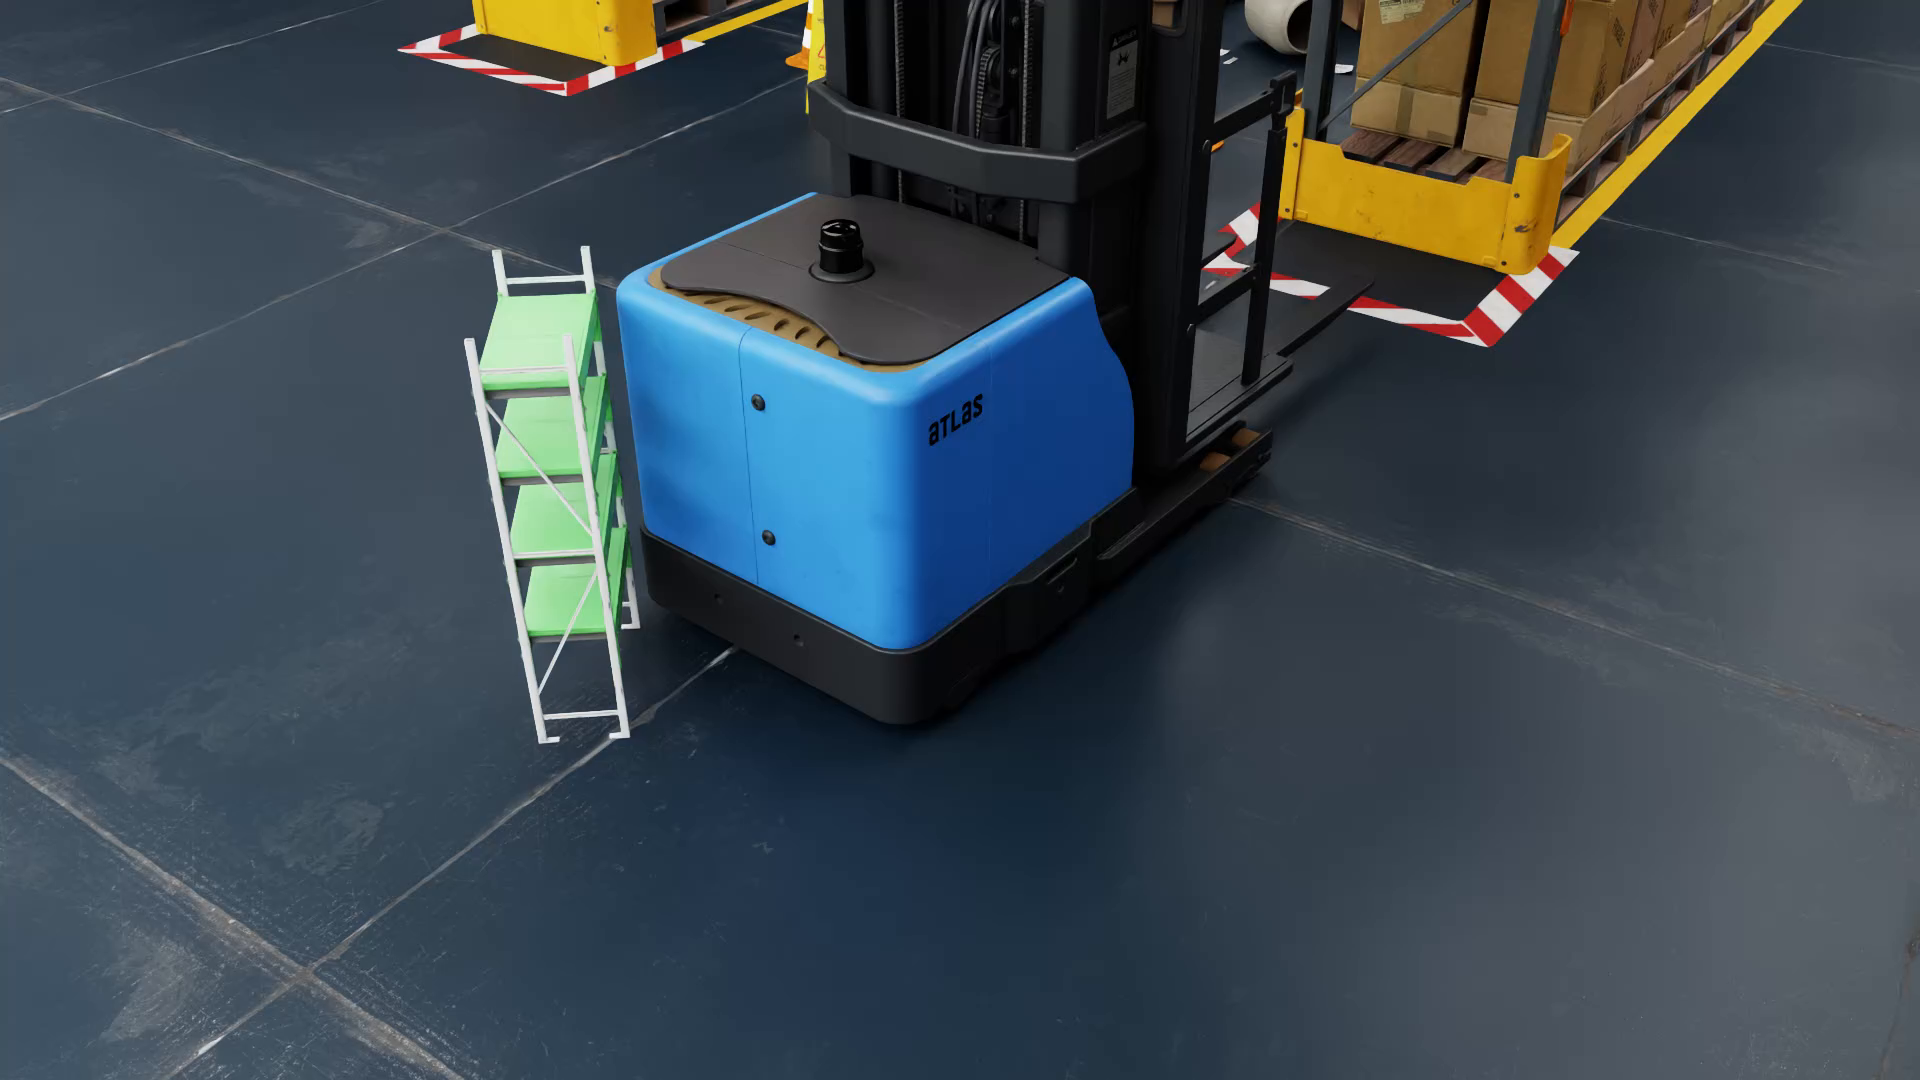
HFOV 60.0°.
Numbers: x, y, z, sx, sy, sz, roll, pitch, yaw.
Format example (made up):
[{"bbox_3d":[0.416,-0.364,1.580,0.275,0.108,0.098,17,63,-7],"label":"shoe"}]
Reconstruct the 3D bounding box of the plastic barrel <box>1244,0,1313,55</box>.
[{"bbox_3d":[1.833,-2.919,9.188,0.421,0.421,0.512,-9,35,-13],"label":"plastic barrel"}]

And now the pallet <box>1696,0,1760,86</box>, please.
[{"bbox_3d":[3.826,-2.917,9.375,1.003,0.211,1.213,21,39,28],"label":"pallet"}]

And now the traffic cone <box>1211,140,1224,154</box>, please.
[{"bbox_3d":[1.084,-2.111,7.958,0.336,0.463,0.334,21,39,28],"label":"traffic cone"}]

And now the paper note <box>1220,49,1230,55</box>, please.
[{"bbox_3d":[1.410,-2.731,9.272,0.142,0.019,0.148,-22,40,-29],"label":"paper note"}]

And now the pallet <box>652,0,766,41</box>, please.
[{"bbox_3d":[-1.834,-3.324,9.977,1.003,0.211,1.213,21,39,28],"label":"pallet"}]

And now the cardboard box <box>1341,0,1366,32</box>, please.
[{"bbox_3d":[2.451,-3.300,9.681,0.500,0.500,0.500,-9,35,-13],"label":"cardboard box"}]

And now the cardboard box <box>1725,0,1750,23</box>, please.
[{"bbox_3d":[4.063,-3.070,9.191,0.500,0.250,0.500,23,40,30],"label":"cardboard box"}]

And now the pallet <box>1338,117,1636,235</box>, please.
[{"bbox_3d":[2.435,-1.794,7.715,1.003,0.211,1.213,21,39,28],"label":"pallet"}]

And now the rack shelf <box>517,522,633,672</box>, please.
[{"bbox_3d":[-1.032,0.152,4.497,0.258,0.148,0.480,-3,34,-5],"label":"rack shelf"}]

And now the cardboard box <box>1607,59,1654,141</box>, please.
[{"bbox_3d":[2.883,-2.102,7.761,0.500,0.250,0.500,23,40,30],"label":"cardboard box"}]

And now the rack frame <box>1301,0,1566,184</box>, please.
[{"bbox_3d":[1.899,-2.552,6.346,1.000,3.000,0.127,21,39,28],"label":"rack frame"}]

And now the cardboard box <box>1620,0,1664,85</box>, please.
[{"bbox_3d":[2.894,-2.434,7.581,0.500,0.500,0.500,20,39,27],"label":"cardboard box"}]

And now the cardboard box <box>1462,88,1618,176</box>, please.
[{"bbox_3d":[2.586,-1.870,7.417,0.500,0.250,0.500,21,39,28],"label":"cardboard box"}]

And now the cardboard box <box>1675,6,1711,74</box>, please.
[{"bbox_3d":[3.474,-2.589,8.480,0.500,0.250,0.500,22,40,29],"label":"cardboard box"}]

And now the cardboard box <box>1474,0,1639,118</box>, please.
[{"bbox_3d":[2.599,-2.192,7.223,0.500,0.500,0.500,20,39,27],"label":"cardboard box"}]

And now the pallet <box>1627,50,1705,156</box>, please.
[{"bbox_3d":[3.131,-2.353,8.542,1.003,0.211,1.213,21,39,28],"label":"pallet"}]

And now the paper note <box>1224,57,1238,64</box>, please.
[{"bbox_3d":[1.488,-2.632,9.134,0.032,0.001,0.123,21,39,28],"label":"paper note"}]

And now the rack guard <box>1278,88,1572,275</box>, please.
[{"bbox_3d":[1.942,-1.551,7.098,1.175,0.500,0.348,21,39,28],"label":"rack guard"}]

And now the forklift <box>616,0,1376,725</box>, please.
[{"bbox_3d":[0.387,-1.488,4.834,1.130,2.935,3.031,24,41,31],"label":"forklift"}]

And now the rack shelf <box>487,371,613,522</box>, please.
[{"bbox_3d":[-1.032,-0.246,4.228,0.258,0.148,0.480,-3,34,-5],"label":"rack shelf"}]

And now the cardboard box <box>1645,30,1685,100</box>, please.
[{"bbox_3d":[3.184,-2.357,8.138,0.500,0.250,0.500,24,41,31],"label":"cardboard box"}]

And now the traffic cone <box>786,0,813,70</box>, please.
[{"bbox_3d":[-0.756,-2.826,9.017,0.336,0.463,0.334,21,39,28],"label":"traffic cone"}]

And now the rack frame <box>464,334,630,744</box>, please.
[{"bbox_3d":[-1.007,0.036,4.126,0.240,1.200,0.015,-3,34,-5],"label":"rack frame"}]

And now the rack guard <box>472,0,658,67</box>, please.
[{"bbox_3d":[-2.239,-3.040,9.299,1.175,0.500,0.348,21,39,28],"label":"rack guard"}]

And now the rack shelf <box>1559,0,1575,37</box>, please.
[{"bbox_3d":[3.039,-3.174,7.908,1.077,0.370,4.000,21,39,28],"label":"rack shelf"}]

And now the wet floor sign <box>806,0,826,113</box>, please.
[{"bbox_3d":[-0.615,-2.465,8.320,0.267,0.644,0.232,14,37,20],"label":"wet floor sign"}]

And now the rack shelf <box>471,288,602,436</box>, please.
[{"bbox_3d":[-1.032,-0.445,4.094,0.258,0.148,0.480,-3,34,-5],"label":"rack shelf"}]

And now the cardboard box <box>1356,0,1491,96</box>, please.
[{"bbox_3d":[2.142,-2.349,7.457,0.500,0.500,0.500,22,40,28],"label":"cardboard box"}]

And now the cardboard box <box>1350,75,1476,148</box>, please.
[{"bbox_3d":[2.153,-2.056,7.692,0.500,0.250,0.500,21,39,28],"label":"cardboard box"}]

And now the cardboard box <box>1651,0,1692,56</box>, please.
[{"bbox_3d":[3.186,-2.662,7.919,0.500,0.500,0.500,22,40,29],"label":"cardboard box"}]

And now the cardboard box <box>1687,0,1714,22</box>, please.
[{"bbox_3d":[3.484,-2.911,8.286,0.500,0.500,0.500,24,41,31],"label":"cardboard box"}]

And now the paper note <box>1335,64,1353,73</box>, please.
[{"bbox_3d":[2.056,-2.564,9.014,0.142,0.019,0.148,8,35,12],"label":"paper note"}]

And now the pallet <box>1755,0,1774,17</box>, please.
[{"bbox_3d":[4.622,-3.596,10.380,1.003,0.211,1.213,21,39,28],"label":"pallet"}]

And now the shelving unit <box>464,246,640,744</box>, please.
[{"bbox_3d":[-1.032,-0.100,4.327,0.258,1.200,0.503,-3,34,-5],"label":"shelving unit"}]

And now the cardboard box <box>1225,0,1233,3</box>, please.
[{"bbox_3d":[1.347,-3.624,10.039,0.797,0.637,0.503,21,39,28],"label":"cardboard box"}]

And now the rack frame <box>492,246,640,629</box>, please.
[{"bbox_3d":[-1.057,-0.236,4.528,0.240,1.200,0.015,-3,34,-5],"label":"rack frame"}]

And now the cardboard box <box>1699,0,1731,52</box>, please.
[{"bbox_3d":[3.768,-2.821,8.824,0.500,0.250,0.500,20,39,27],"label":"cardboard box"}]

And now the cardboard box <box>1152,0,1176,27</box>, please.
[{"bbox_3d":[0.821,-3.135,9.436,0.797,0.503,0.637,-3,34,-4],"label":"cardboard box"}]

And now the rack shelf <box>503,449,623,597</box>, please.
[{"bbox_3d":[-1.032,-0.047,4.362,0.258,0.148,0.480,-3,34,-5],"label":"rack shelf"}]
